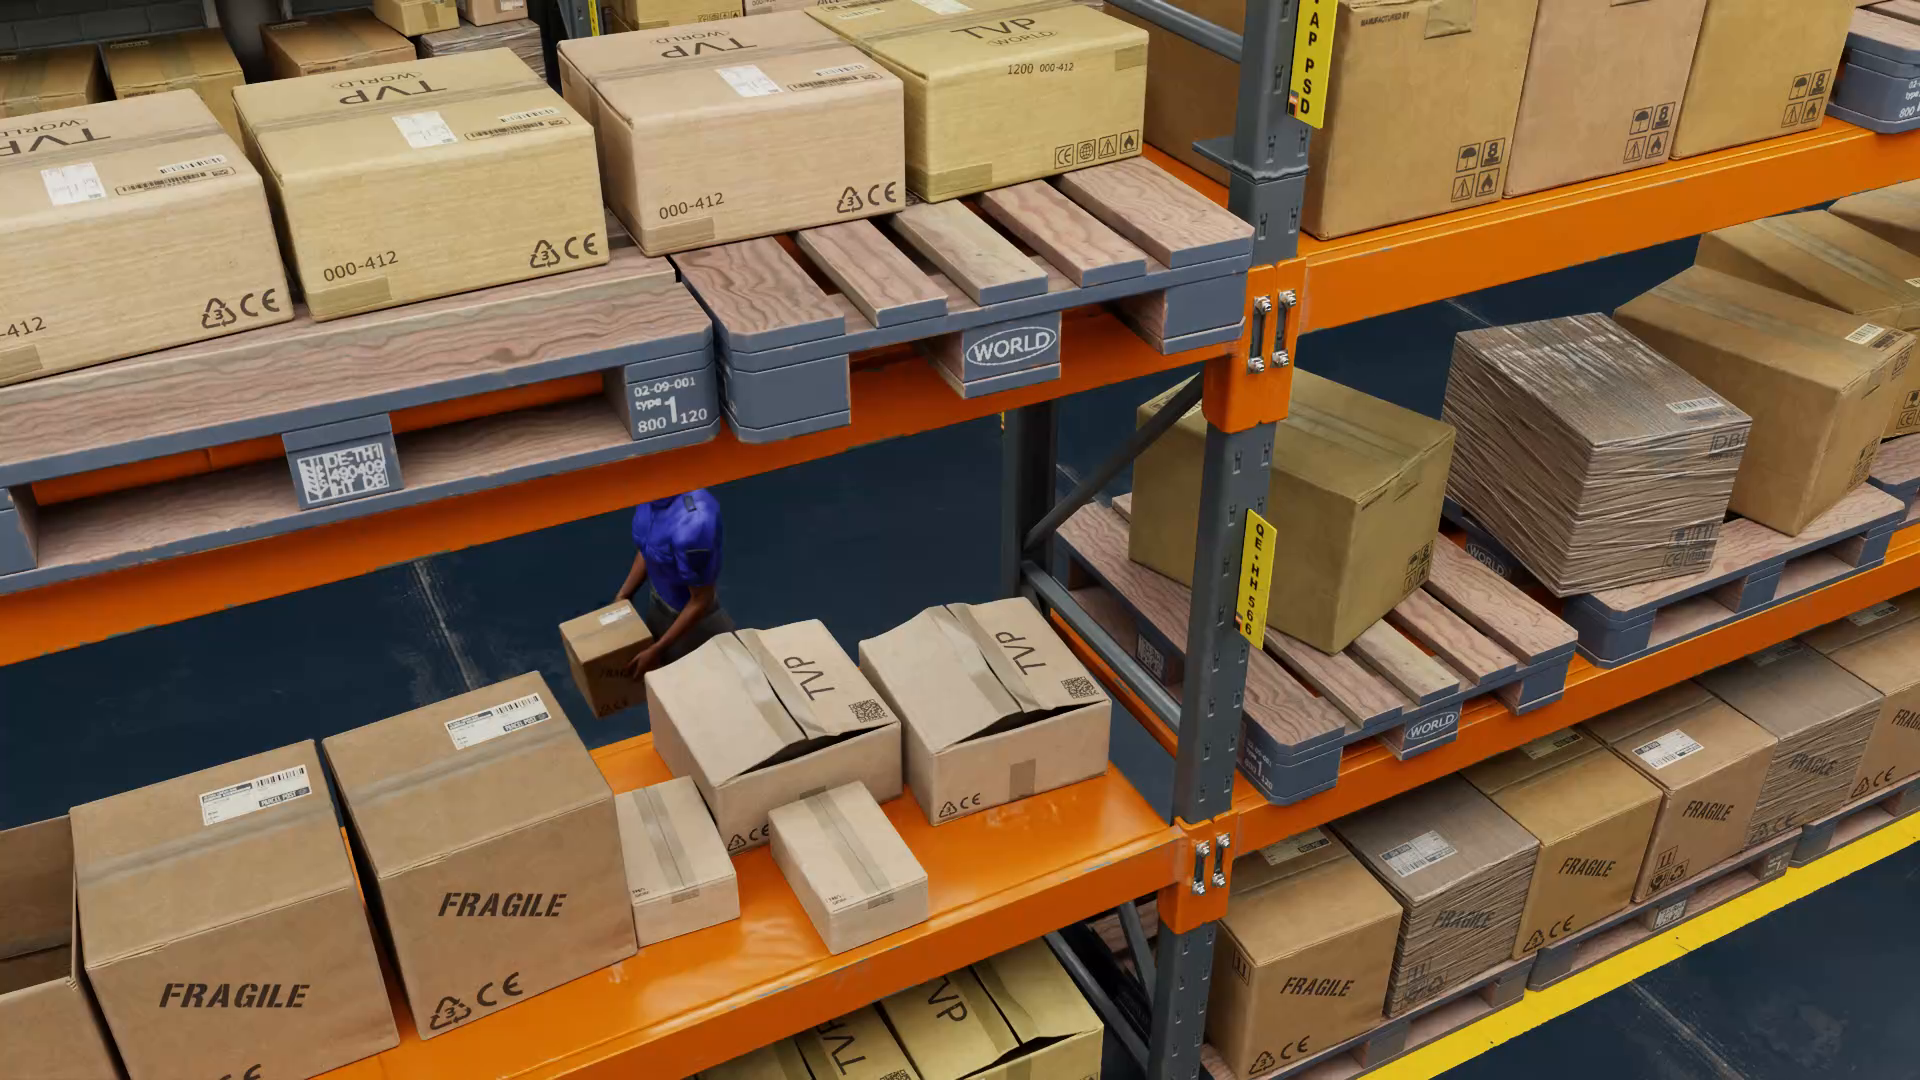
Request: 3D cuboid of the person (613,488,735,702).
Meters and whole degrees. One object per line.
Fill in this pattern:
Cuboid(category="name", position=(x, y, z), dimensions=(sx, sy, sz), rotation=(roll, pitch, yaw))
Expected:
Cuboid(category="person", position=(-0.986, 0.314, 5.657), dimensions=(0.405, 1.663, 0.478), rotation=(-17, 37, -24))
